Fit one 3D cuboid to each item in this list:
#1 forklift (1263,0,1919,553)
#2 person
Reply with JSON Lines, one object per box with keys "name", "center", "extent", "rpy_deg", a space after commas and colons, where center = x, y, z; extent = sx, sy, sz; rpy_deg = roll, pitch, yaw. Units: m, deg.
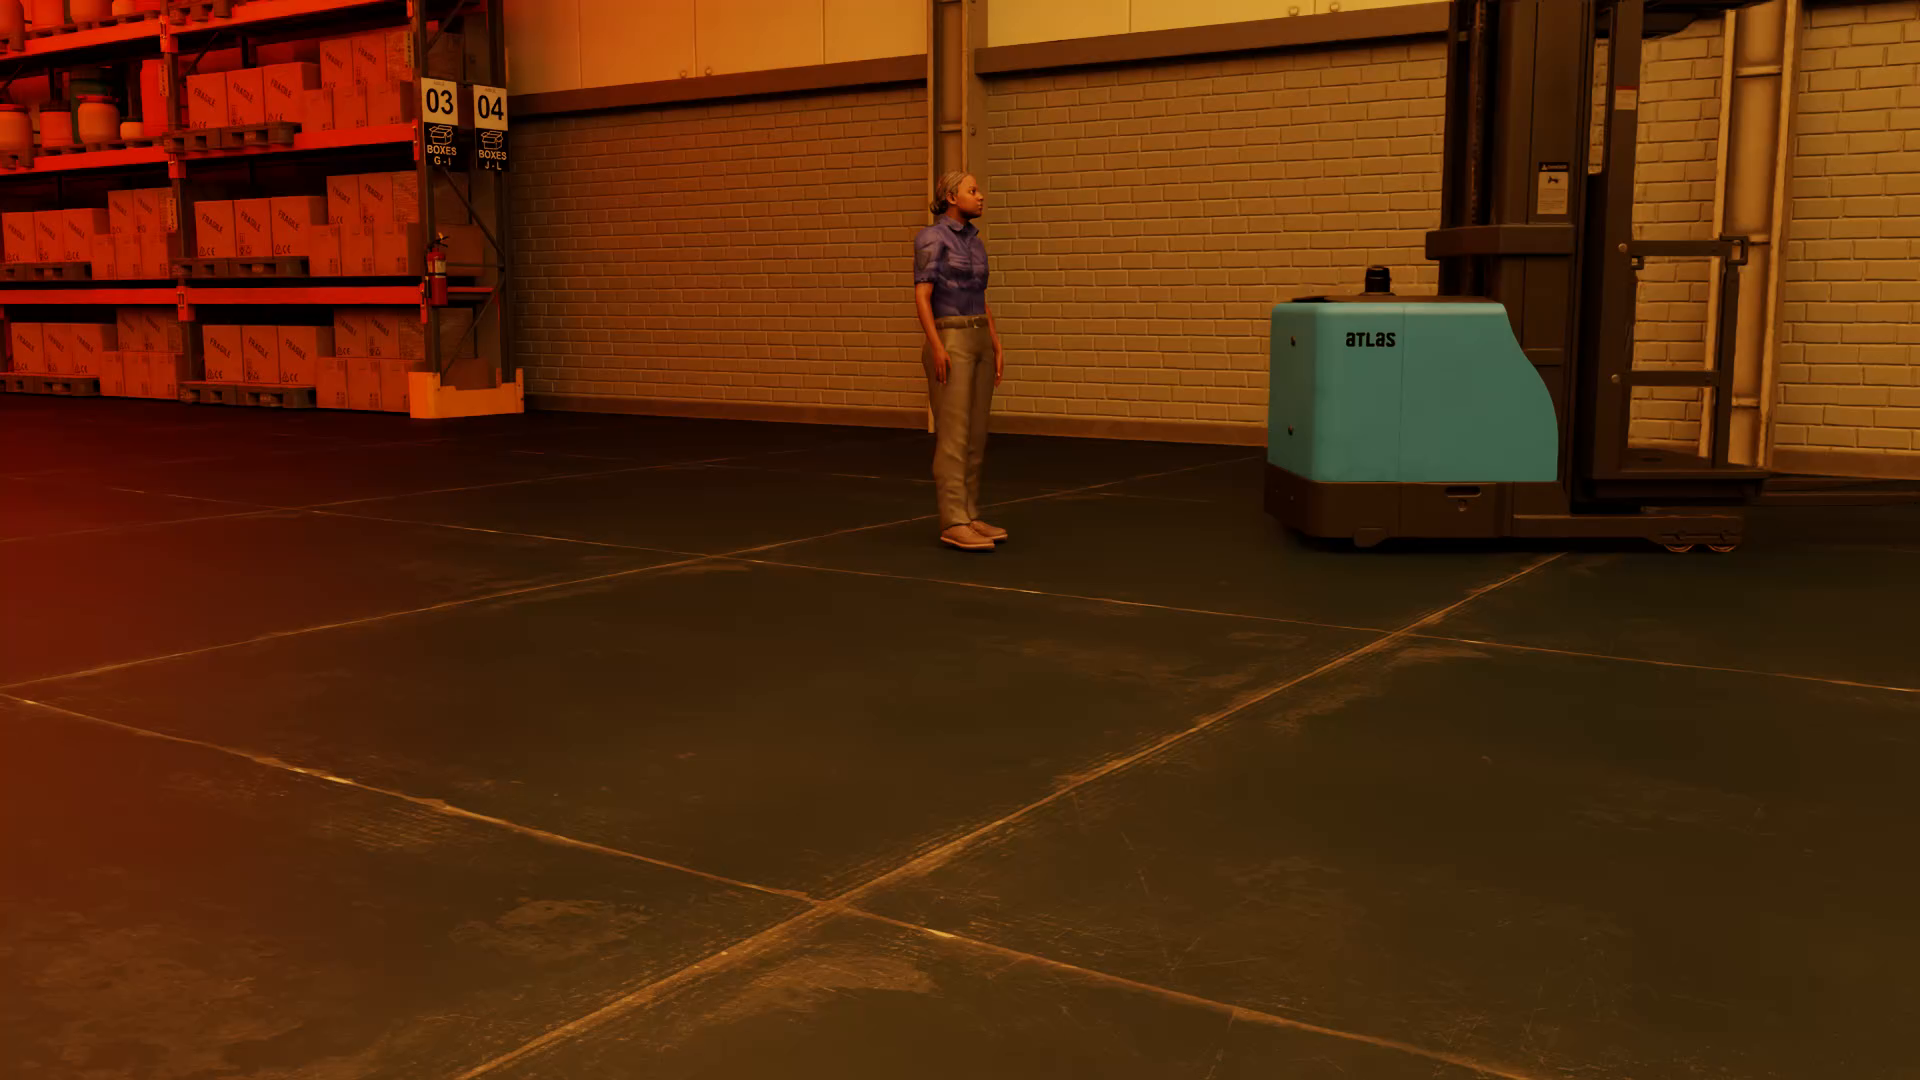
{"name": "forklift", "center": [3.005, -1.470, 7.527], "extent": [3.031, 2.935, 1.130], "rpy_deg": [0, 8, -2]}
{"name": "person", "center": [0.062, -0.817, 7.422], "extent": [0.503, 1.656, 0.570], "rpy_deg": [5, 10, 34]}
